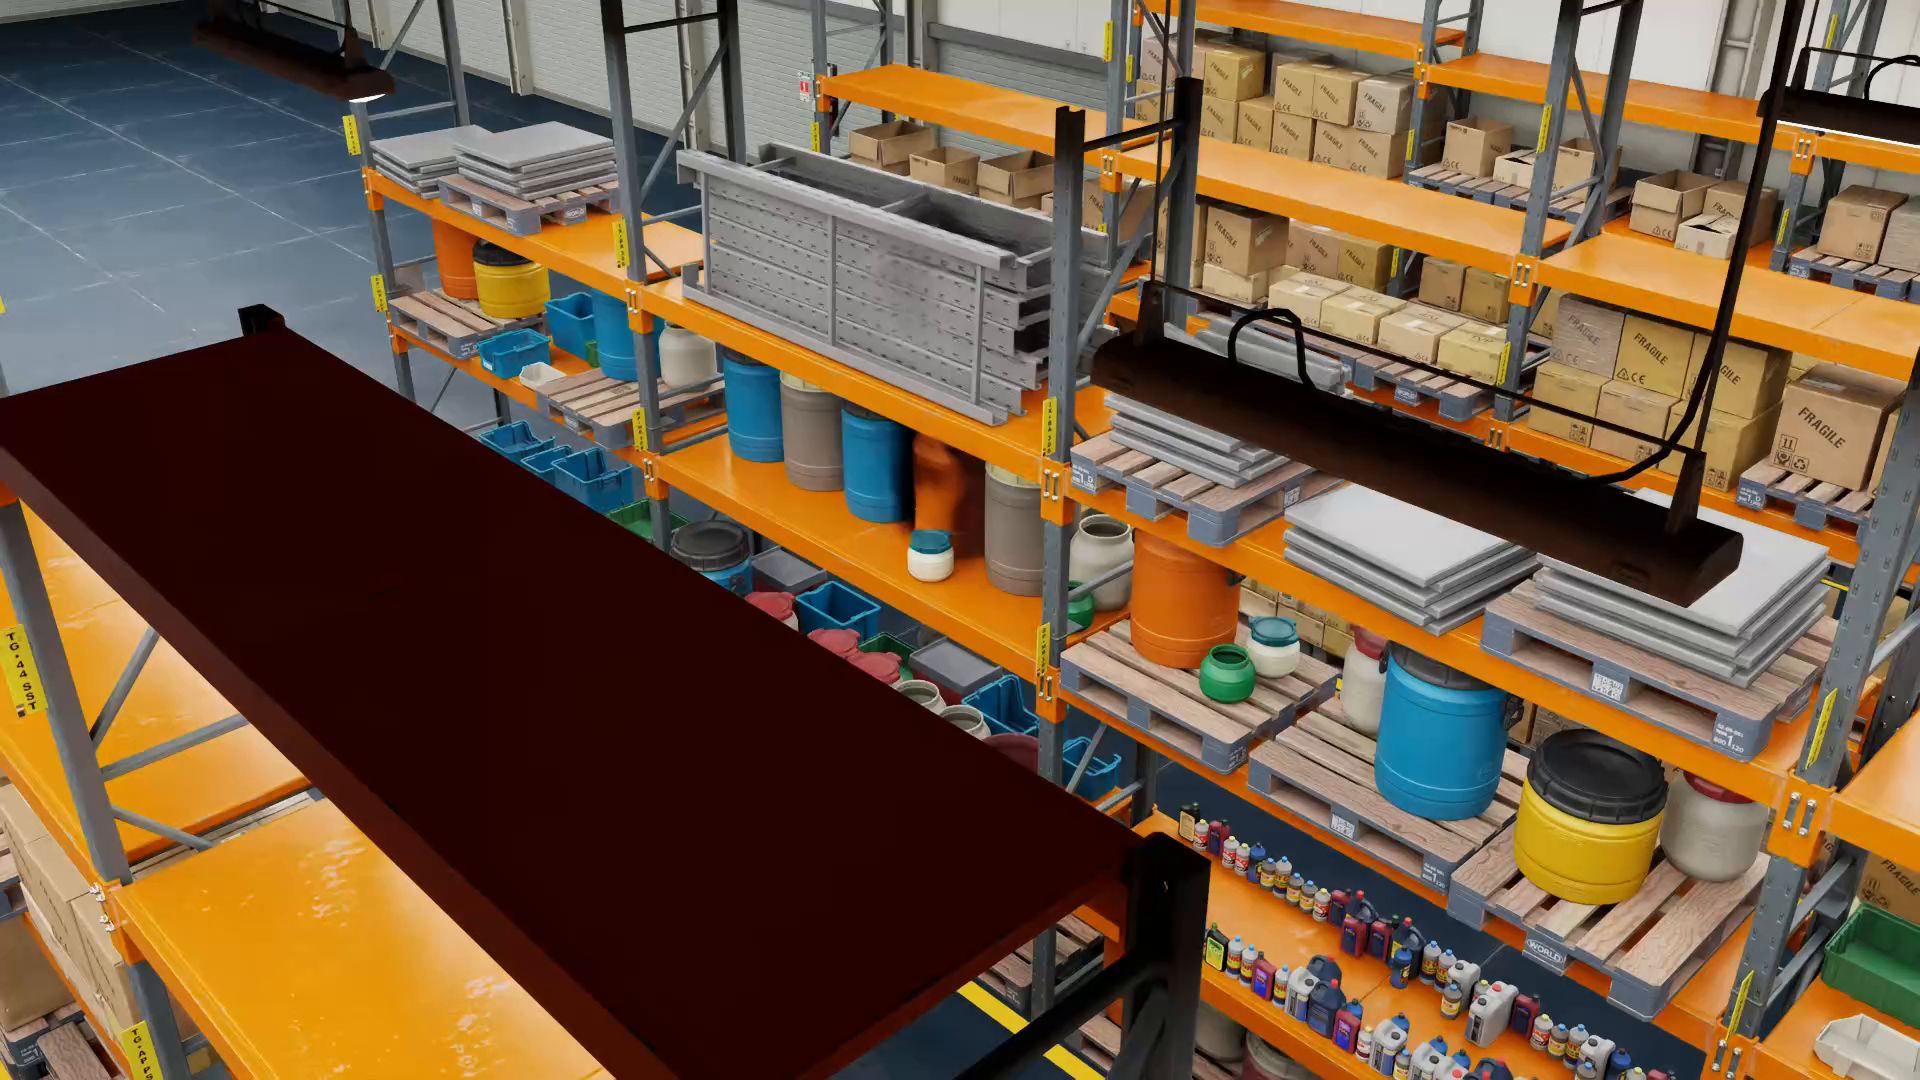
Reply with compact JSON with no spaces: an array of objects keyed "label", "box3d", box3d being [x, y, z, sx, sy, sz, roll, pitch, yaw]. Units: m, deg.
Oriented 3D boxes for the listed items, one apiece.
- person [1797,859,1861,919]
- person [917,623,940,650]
[{"label":"person","box3d":[5.523,2.695,10.335,0.937,1.393,0.587,15,32,26]},{"label":"person","box3d":[-0.071,0.604,13.979,0.934,1.686,0.604,21,35,34]}]
